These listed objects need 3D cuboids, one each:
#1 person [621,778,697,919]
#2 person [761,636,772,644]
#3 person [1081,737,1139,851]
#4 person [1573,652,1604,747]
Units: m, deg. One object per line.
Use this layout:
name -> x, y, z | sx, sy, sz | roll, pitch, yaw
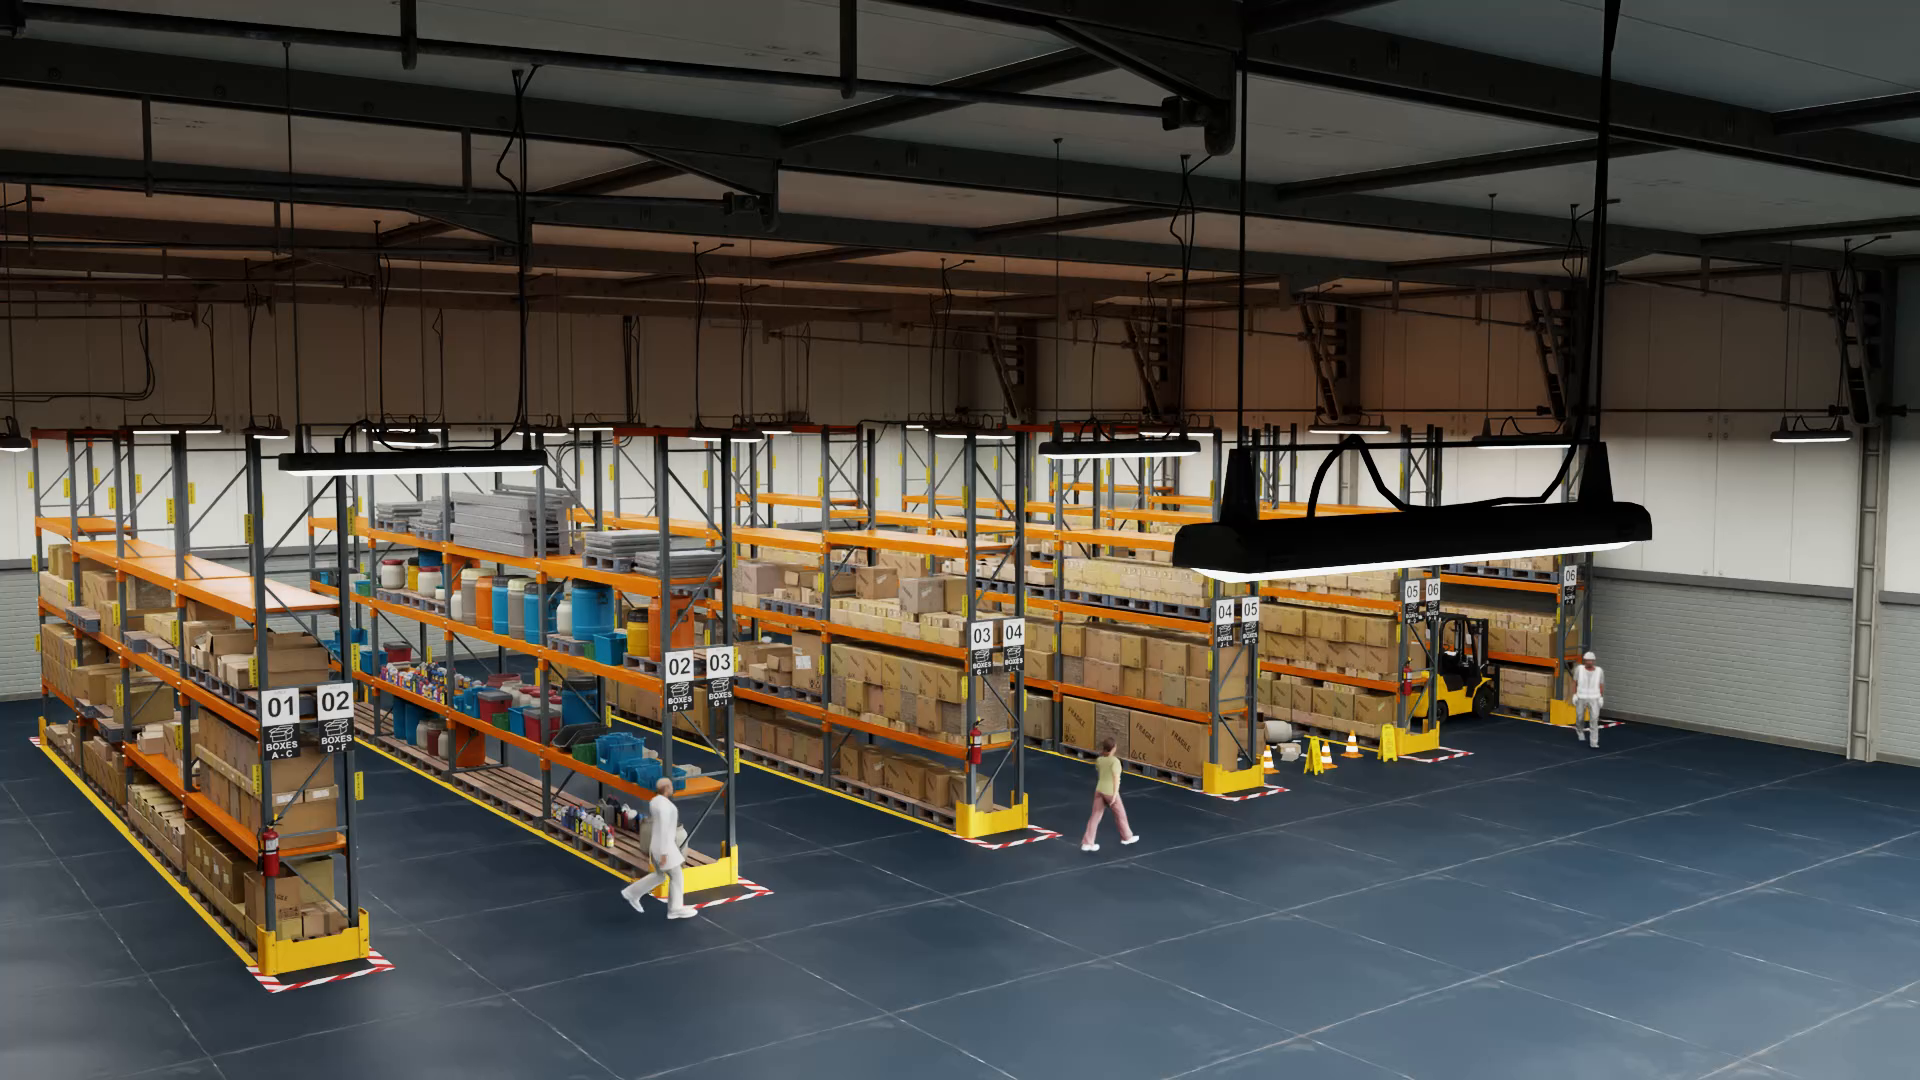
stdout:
person -> -3.741, 3.821, 20.623 | 0.930, 1.748, 0.571 | -1, 5, -12
person -> -3.905, 2.813, 34.064 | 0.499, 1.673, 0.449 | -2, 5, -19
person -> 2.165, 3.628, 23.894 | 1.089, 1.593, 0.499 | -4, 6, -40
person -> 11.863, 2.980, 31.390 | 0.545, 1.772, 0.826 | 2, 5, 22
